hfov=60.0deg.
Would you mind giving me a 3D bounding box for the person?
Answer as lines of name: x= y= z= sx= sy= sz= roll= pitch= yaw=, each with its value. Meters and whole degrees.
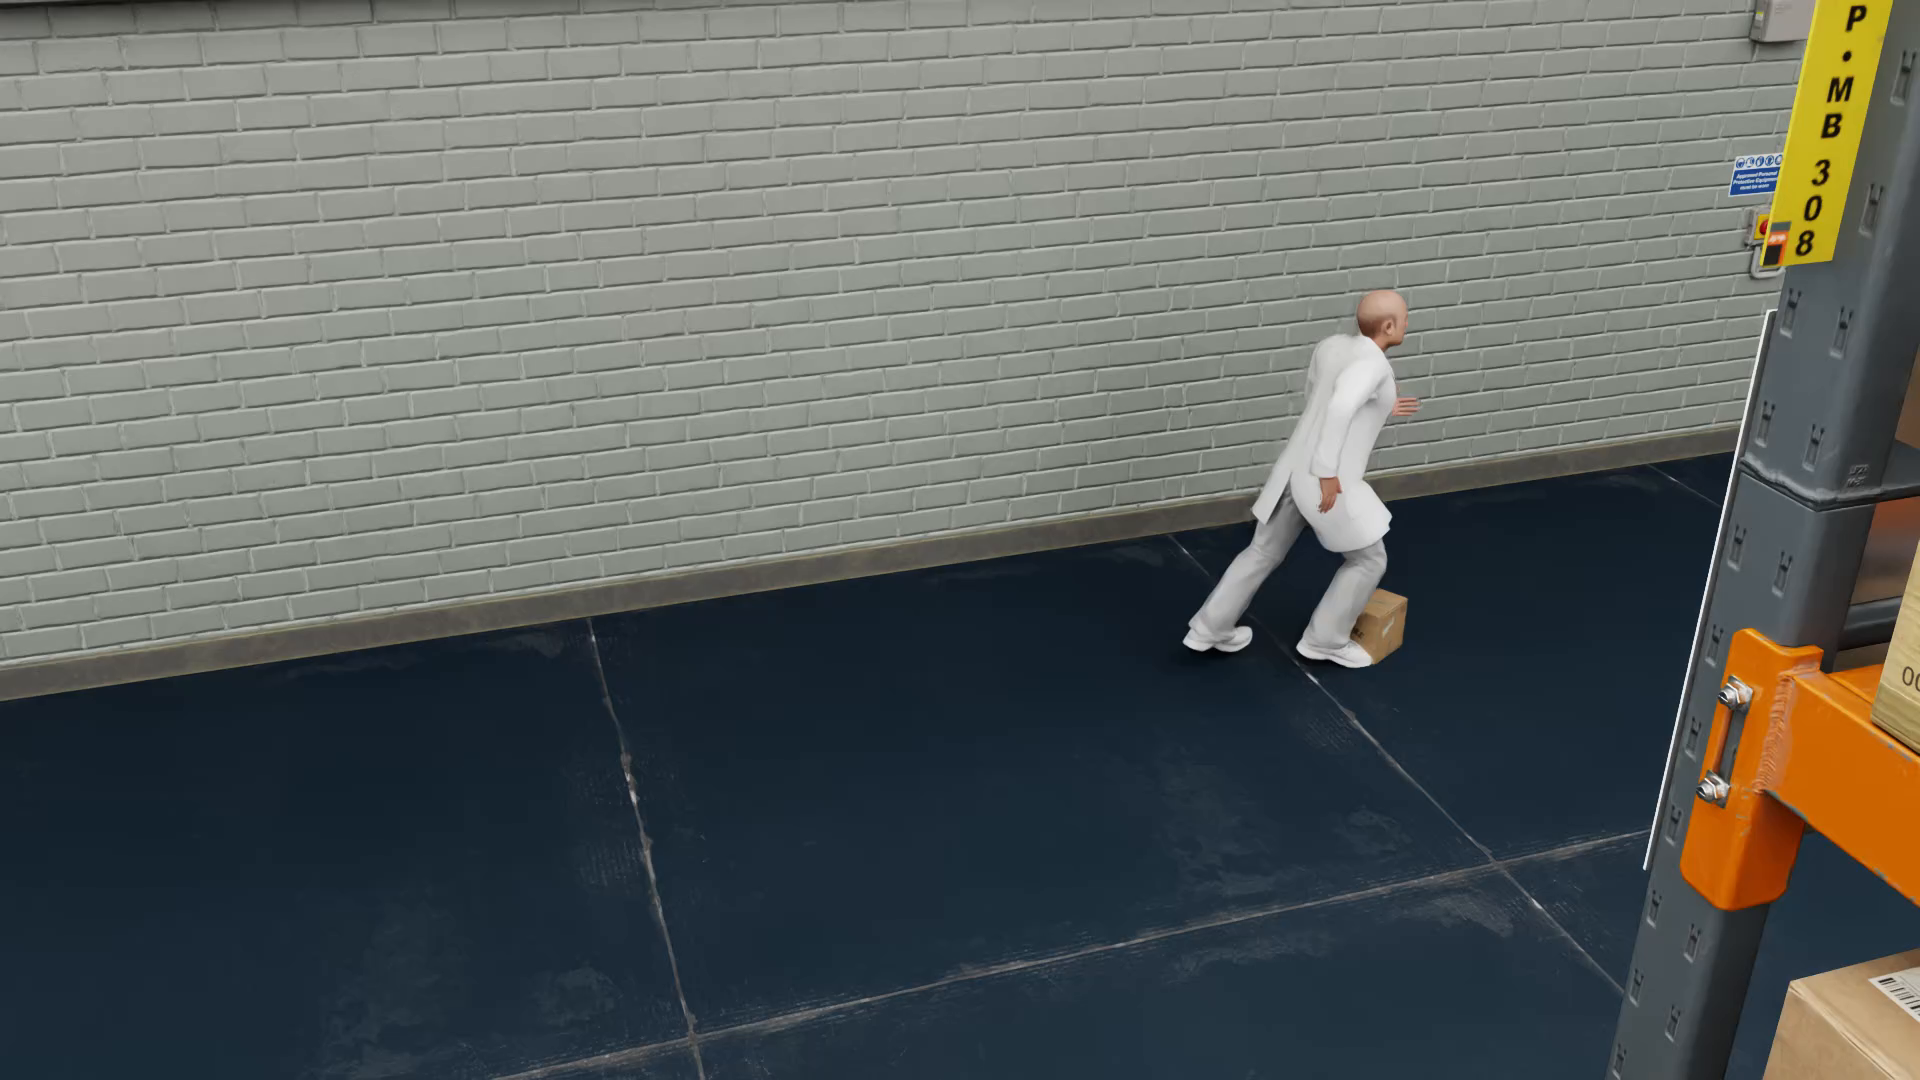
person: x=1.541 y=-0.209 z=7.163 sx=1.046 sy=1.698 sz=0.693 roll=-10 pitch=28 yaw=-20
